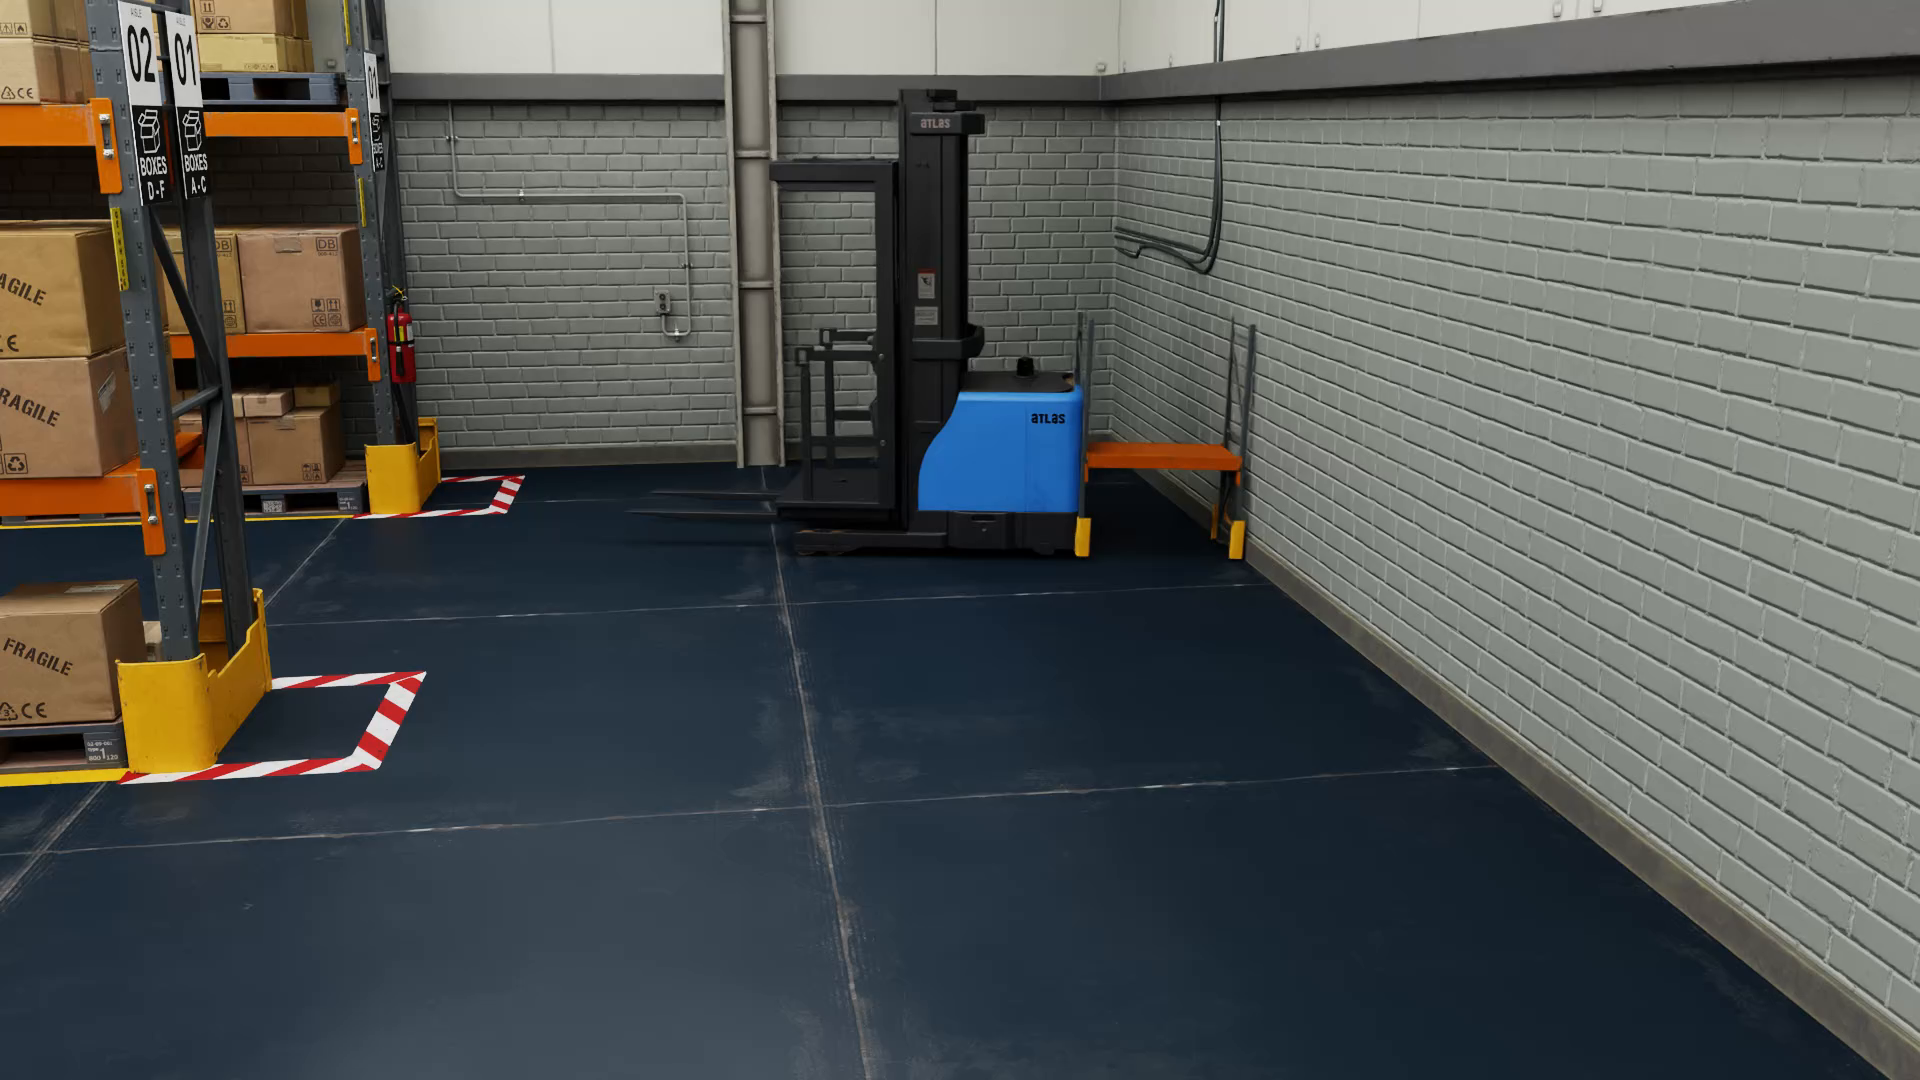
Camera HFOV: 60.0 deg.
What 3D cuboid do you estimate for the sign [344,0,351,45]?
[{"bbox_3d":[-4.118,-3.496,11.171,0.005,0.325,0.100,-2,14,-8],"label":"sign"}]

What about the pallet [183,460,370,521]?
[{"bbox_3d":[-4.964,-0.381,12.305,1.213,0.211,1.003,-2,14,-8],"label":"pallet"}]

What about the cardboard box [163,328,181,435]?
[{"bbox_3d":[-3.922,-0.685,7.583,0.500,0.500,0.500,-2,14,-7],"label":"cardboard box"}]

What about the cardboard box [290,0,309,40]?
[{"bbox_3d":[-4.943,-3.811,11.782,0.500,0.500,0.500,-3,14,-10],"label":"cardboard box"}]

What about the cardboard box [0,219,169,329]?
[{"bbox_3d":[-3.922,-1.170,7.461,0.500,0.500,0.500,-2,14,-7],"label":"cardboard box"}]

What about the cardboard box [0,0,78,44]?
[{"bbox_3d":[-3.914,-2.134,6.680,0.500,0.250,0.500,-2,14,-8],"label":"cardboard box"}]

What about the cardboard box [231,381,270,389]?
[{"bbox_3d":[-5.269,-1.071,12.270,0.250,0.149,0.380,-2,14,-8],"label":"cardboard box"}]

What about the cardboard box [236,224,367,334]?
[{"bbox_3d":[-4.688,-1.906,12.037,0.700,0.700,0.980,-1,14,-6],"label":"cardboard box"}]

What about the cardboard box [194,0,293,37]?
[{"bbox_3d":[-4.868,-3.687,11.288,0.500,0.500,0.500,-2,14,-8],"label":"cardboard box"}]

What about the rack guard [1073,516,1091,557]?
[{"bbox_3d":[0.767,-0.083,10.844,0.087,0.250,0.587,1,13,-5],"label":"rack guard"}]

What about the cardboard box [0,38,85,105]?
[{"bbox_3d":[-3.912,-1.890,6.732,0.500,0.250,0.500,-2,14,-8],"label":"cardboard box"}]

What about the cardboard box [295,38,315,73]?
[{"bbox_3d":[-4.944,-3.448,11.877,0.500,0.250,0.500,-1,14,-5],"label":"cardboard box"}]

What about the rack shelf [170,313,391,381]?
[{"bbox_3d":[-6.163,-1.359,11.955,4.000,0.370,1.077,-2,14,-8],"label":"rack shelf"}]

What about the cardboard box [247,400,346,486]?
[{"bbox_3d":[-4.862,-0.723,12.213,0.500,0.500,0.700,-2,14,-8],"label":"cardboard box"}]

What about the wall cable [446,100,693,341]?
[{"bbox_3d":[-3.060,-2.548,13.125,1.851,1.984,0.084,-2,14,-8],"label":"wall cable"}]

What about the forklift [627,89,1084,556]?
[{"bbox_3d":[-0.682,-1.445,10.956,3.031,2.935,1.130,1,14,4],"label":"forklift"}]

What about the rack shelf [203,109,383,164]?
[{"bbox_3d":[-6.163,-2.814,11.590,4.000,0.370,1.077,-2,14,-8],"label":"rack shelf"}]

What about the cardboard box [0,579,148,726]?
[{"bbox_3d":[-3.944,0.489,7.342,0.500,0.500,0.500,-2,14,-8],"label":"cardboard box"}]

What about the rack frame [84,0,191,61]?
[{"bbox_3d":[-3.443,-3.499,6.676,0.127,3.000,1.000,-2,14,-8],"label":"rack frame"}]

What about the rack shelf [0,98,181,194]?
[{"bbox_3d":[-5.421,-1.623,6.840,4.000,0.370,1.077,-2,14,-8],"label":"rack shelf"}]

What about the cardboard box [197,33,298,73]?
[{"bbox_3d":[-4.870,-3.325,11.386,0.500,0.250,0.500,-2,14,-7],"label":"cardboard box"}]

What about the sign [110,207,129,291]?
[{"bbox_3d":[-3.381,-1.170,6.691,0.005,0.325,0.100,-2,14,-8],"label":"sign"}]

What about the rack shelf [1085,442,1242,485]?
[{"bbox_3d":[1.271,-0.507,10.783,1.000,0.185,0.538,1,13,-5],"label":"rack shelf"}]

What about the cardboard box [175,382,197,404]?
[{"bbox_3d":[-5.768,-1.053,12.196,0.250,0.149,0.380,-2,14,-8],"label":"cardboard box"}]

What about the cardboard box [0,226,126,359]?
[{"bbox_3d":[-3.843,-1.041,6.944,0.500,0.500,0.500,-2,14,-9],"label":"cardboard box"}]

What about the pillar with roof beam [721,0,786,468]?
[{"bbox_3d":[-1.003,-3.961,8.518,0.400,9.000,9.100,-2,14,-8],"label":"pillar with roof beam"}]

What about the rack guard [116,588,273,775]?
[{"bbox_3d":[-3.519,0.626,7.699,0.348,0.500,1.175,-2,14,-8],"label":"rack guard"}]

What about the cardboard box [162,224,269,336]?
[{"bbox_3d":[-5.406,-1.876,11.921,0.700,0.700,0.980,-2,14,-9],"label":"cardboard box"}]

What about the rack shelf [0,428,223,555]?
[{"bbox_3d":[-5.421,-0.168,7.205,4.000,0.370,1.077,-2,14,-8],"label":"rack shelf"}]

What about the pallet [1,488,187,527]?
[{"bbox_3d":[-6.168,-0.337,12.132,1.213,0.211,1.003,-2,14,-8],"label":"pallet"}]

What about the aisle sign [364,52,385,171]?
[{"bbox_3d":[-4.069,-2.972,11.563,0.004,0.787,0.394,-2,14,-8],"label":"aisle sign"}]

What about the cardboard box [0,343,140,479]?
[{"bbox_3d":[-3.846,-0.556,7.068,0.500,0.500,0.500,-2,14,-7],"label":"cardboard box"}]

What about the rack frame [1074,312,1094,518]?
[{"bbox_3d":[0.771,-0.691,10.700,0.032,1.500,0.500,1,13,-5],"label":"rack frame"}]

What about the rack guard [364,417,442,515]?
[{"bbox_3d":[-4.161,-0.569,12.464,0.348,0.500,1.175,-2,14,-8],"label":"rack guard"}]

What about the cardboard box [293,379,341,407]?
[{"bbox_3d":[-4.769,-1.090,12.344,0.250,0.149,0.380,-2,14,-8],"label":"cardboard box"}]

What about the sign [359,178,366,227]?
[{"bbox_3d":[-4.118,-2.326,11.465,0.005,0.325,0.100,-2,14,-8],"label":"sign"}]

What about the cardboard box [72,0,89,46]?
[{"bbox_3d":[-3.990,-2.258,7.174,0.500,0.250,0.500,-2,14,-8],"label":"cardboard box"}]

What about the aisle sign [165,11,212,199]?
[{"bbox_3d":[-3.420,-1.924,7.381,0.004,0.787,0.394,-2,14,-8],"label":"aisle sign"}]

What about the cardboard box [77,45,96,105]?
[{"bbox_3d":[-3.989,-2.014,7.229,0.500,0.250,0.500,-2,14,-8],"label":"cardboard box"}]

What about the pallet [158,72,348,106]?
[{"bbox_3d":[-4.917,-3.163,11.685,1.213,0.211,1.003,-2,14,-8],"label":"pallet"}]

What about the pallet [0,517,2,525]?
[{"bbox_3d":[-7.377,-0.292,11.953,1.213,0.211,1.003,-2,14,-8],"label":"pallet"}]

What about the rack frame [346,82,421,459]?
[{"bbox_3d":[-4.185,-1.781,12.157,0.127,3.000,1.000,-2,14,-8],"label":"rack frame"}]

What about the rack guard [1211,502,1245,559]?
[{"bbox_3d":[1.760,-0.065,10.927,0.087,0.250,0.587,1,13,-5],"label":"rack guard"}]

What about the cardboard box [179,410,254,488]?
[{"bbox_3d":[-5.357,-0.705,12.140,0.500,0.500,0.700,-2,14,-8],"label":"cardboard box"}]

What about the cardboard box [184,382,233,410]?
[{"bbox_3d":[-5.517,-1.062,12.234,0.250,0.149,0.380,-2,14,-8],"label":"cardboard box"}]

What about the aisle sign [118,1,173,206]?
[{"bbox_3d":[-3.330,-1.779,6.806,0.004,0.787,0.394,-2,14,-8],"label":"aisle sign"}]

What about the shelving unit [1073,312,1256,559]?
[{"bbox_3d":[1.286,-0.682,10.743,1.083,1.500,0.587,1,13,-5],"label":"shelving unit"}]

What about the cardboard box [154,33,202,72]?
[{"bbox_3d":[-5.384,-3.306,11.310,0.500,0.250,0.500,-3,14,-10],"label":"cardboard box"}]

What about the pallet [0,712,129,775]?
[{"bbox_3d":[-4.307,0.795,7.618,1.213,0.211,1.003,-2,14,-8],"label":"pallet"}]

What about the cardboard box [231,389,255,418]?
[{"bbox_3d":[-5.215,-0.979,11.903,0.250,0.149,0.380,-2,14,-7],"label":"cardboard box"}]

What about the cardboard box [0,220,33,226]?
[{"bbox_3d":[-4.437,-1.150,7.378,0.500,0.500,0.500,-2,14,-8],"label":"cardboard box"}]

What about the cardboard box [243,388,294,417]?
[{"bbox_3d":[-4.962,-0.989,11.940,0.250,0.149,0.380,-2,14,-9],"label":"cardboard box"}]

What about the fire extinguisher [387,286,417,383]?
[{"bbox_3d":[-3.967,-1.457,11.791,0.183,0.674,0.296,-2,14,-8],"label":"fire extinguisher"}]

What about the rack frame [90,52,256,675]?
[{"bbox_3d":[-3.443,-0.589,7.406,0.127,3.000,1.000,-2,14,-8],"label":"rack frame"}]

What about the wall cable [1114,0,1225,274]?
[{"bbox_3d":[1.461,-3.304,12.279,0.112,2.526,3.097,-2,14,-8],"label":"wall cable"}]

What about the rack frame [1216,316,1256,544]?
[{"bbox_3d":[1.784,-0.673,10.784,0.032,1.500,0.500,1,13,-5],"label":"rack frame"}]

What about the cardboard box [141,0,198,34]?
[{"bbox_3d":[-5.365,-3.671,11.226,0.500,0.500,0.500,-2,14,-7],"label":"cardboard box"}]

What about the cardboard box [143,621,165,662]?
[{"bbox_3d":[-3.909,0.512,7.968,0.250,0.149,0.380,-2,14,-8],"label":"cardboard box"}]

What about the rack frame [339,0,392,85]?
[{"bbox_3d":[-4.185,-4.691,11.427,0.127,3.000,1.000,-2,14,-8],"label":"rack frame"}]
